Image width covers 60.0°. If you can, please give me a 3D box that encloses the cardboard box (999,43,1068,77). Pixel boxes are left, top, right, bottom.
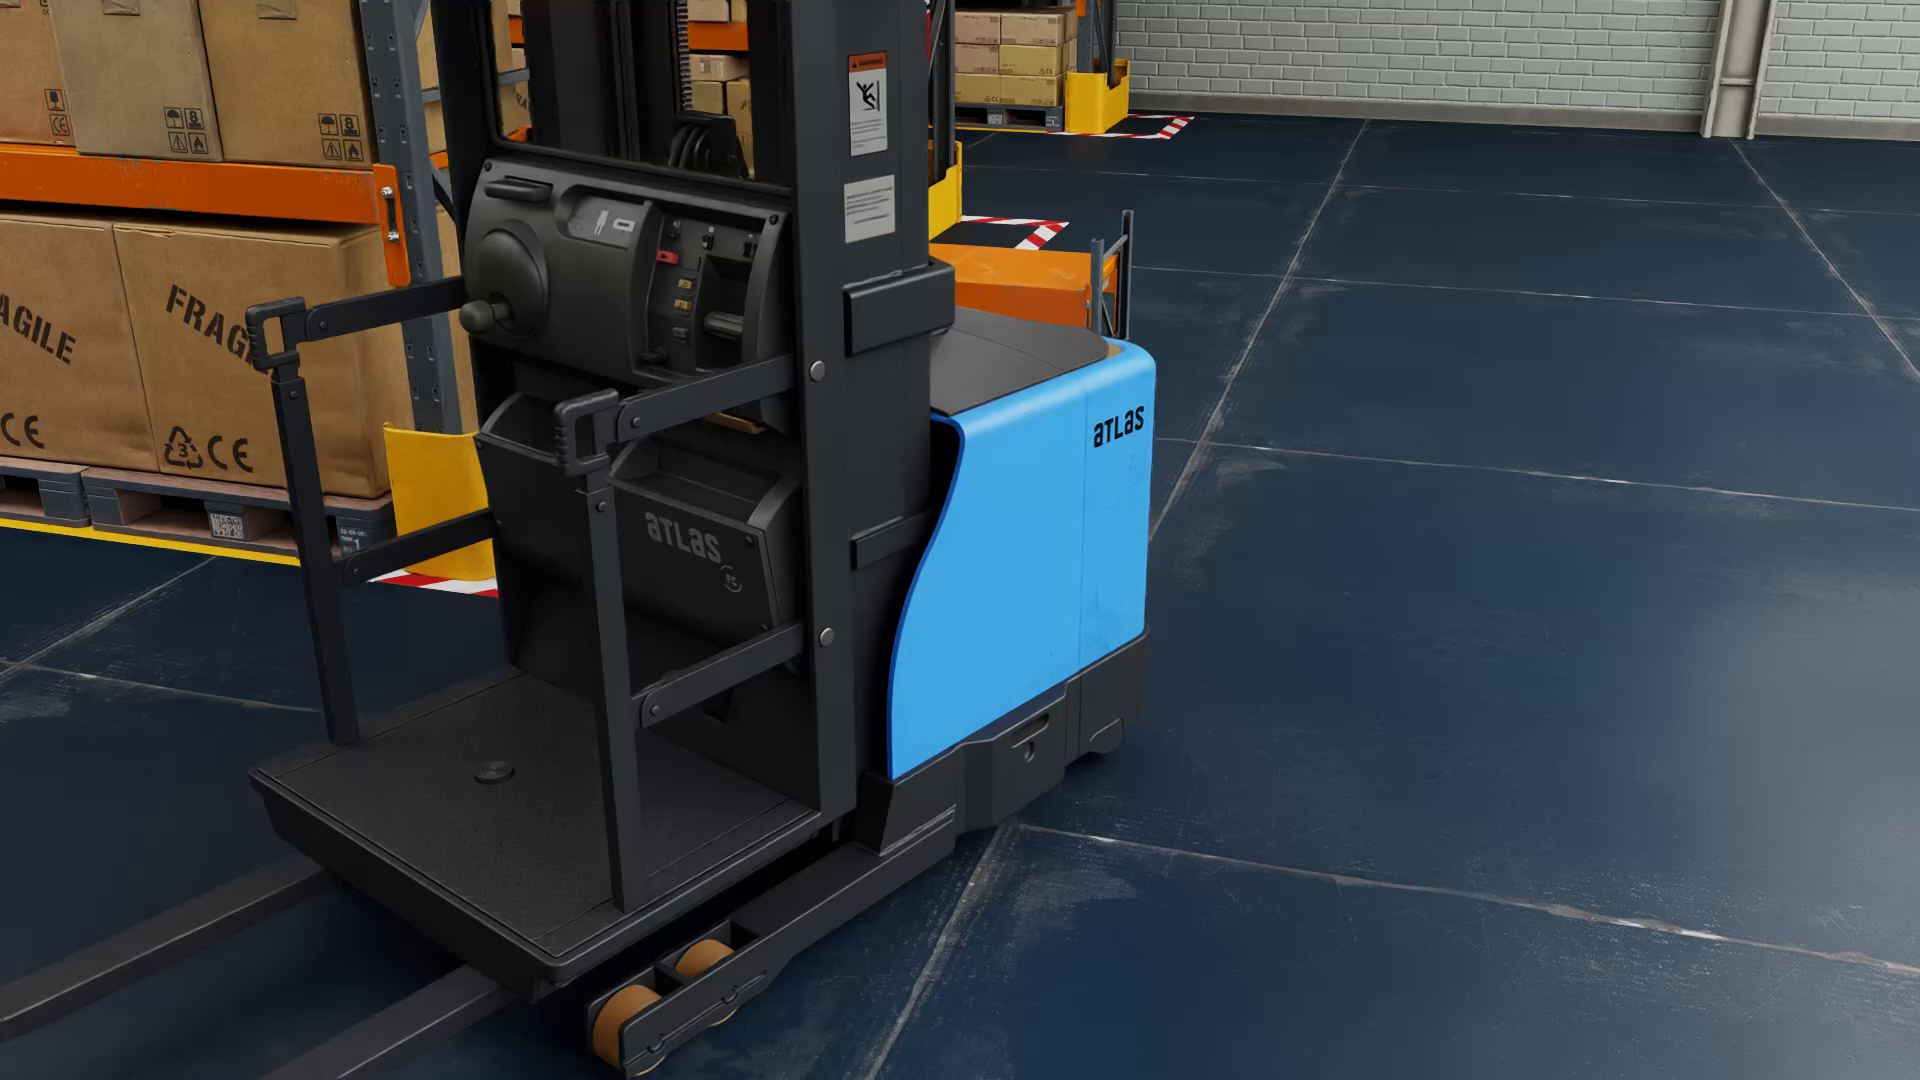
[{"bbox_3d":[0.641,-4.186,14.434,0.500,0.250,0.500,6,23,15],"label":"cardboard box"}]

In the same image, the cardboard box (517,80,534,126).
[{"bbox_3d":[-2.564,-2.722,10.535,0.500,0.500,0.500,8,24,18],"label":"cardboard box"}]

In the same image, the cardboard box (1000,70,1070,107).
[{"bbox_3d":[0.656,-3.952,14.521,0.500,0.250,0.500,7,23,16],"label":"cardboard box"}]

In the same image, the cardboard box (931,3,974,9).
[{"bbox_3d":[-0.164,-4.711,15.056,0.500,0.250,0.500,6,23,15],"label":"cardboard box"}]

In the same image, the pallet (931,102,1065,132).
[{"bbox_3d":[0.453,-3.872,14.930,1.213,0.211,1.003,7,23,16],"label":"pallet"}]

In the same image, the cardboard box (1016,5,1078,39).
[{"bbox_3d":[0.791,-4.599,14.782,0.500,0.250,0.500,6,23,15],"label":"cardboard box"}]

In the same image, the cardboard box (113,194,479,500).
[{"bbox_3d":[-2.235,-0.741,5.871,0.875,0.875,0.875,7,23,16],"label":"cardboard box"}]

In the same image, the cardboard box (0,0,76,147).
[{"bbox_3d":[-2.967,-1.733,5.844,0.550,0.550,0.875,7,23,16],"label":"cardboard box"}]

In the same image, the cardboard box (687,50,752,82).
[{"bbox_3d":[-1.446,-2.867,10.034,0.250,0.149,0.380,7,23,17],"label":"cardboard box"}]

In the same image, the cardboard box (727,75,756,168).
[{"bbox_3d":[-1.076,-2.551,10.119,0.500,0.500,0.500,7,23,16],"label":"cardboard box"}]

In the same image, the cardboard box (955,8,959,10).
[{"bbox_3d":[-0.311,-4.520,14.590,0.500,0.250,0.500,7,23,16],"label":"cardboard box"}]

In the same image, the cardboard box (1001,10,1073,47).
[{"bbox_3d":[0.666,-4.415,14.333,0.500,0.250,0.500,7,23,17],"label":"cardboard box"}]

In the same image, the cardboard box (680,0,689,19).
[{"bbox_3d":[-1.627,-3.256,10.086,0.250,0.149,0.380,7,23,16],"label":"cardboard box"}]

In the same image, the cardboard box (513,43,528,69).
[{"bbox_3d":[-2.722,-3.014,10.393,0.250,0.149,0.380,8,24,19],"label":"cardboard box"}]

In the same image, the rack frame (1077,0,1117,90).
[{"bbox_3d":[1.197,-5.093,14.234,0.127,3.000,1.000,7,23,16],"label":"rack frame"}]

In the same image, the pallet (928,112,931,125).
[{"bbox_3d":[-0.712,-4.006,15.258,1.213,0.211,1.003,7,23,15],"label":"pallet"}]

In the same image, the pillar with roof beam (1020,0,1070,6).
[{"bbox_3d":[-0.453,-6.708,10.266,0.400,9.000,9.100,7,23,16],"label":"pillar with roof beam"}]

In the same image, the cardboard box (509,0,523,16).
[{"bbox_3d":[-2.632,-3.317,10.234,0.250,0.149,0.380,7,23,16],"label":"cardboard box"}]

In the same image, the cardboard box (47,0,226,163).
[{"bbox_3d":[-2.468,-1.626,5.583,0.550,0.550,0.875,7,23,16],"label":"cardboard box"}]

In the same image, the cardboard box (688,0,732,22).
[{"bbox_3d":[-1.422,-3.177,9.893,0.250,0.149,0.380,7,23,16],"label":"cardboard box"}]

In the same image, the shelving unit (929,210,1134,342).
[{"bbox_3d":[-0.006,-0.521,5.558,1.048,1.125,0.538,7,23,16],"label":"shelving unit"}]

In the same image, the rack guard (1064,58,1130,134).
[{"bbox_3d":[1.220,-3.934,14.702,0.348,0.500,1.175,7,23,16],"label":"rack guard"}]

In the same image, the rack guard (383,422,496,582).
[{"bbox_3d":[-1.543,-0.320,5.892,0.348,0.500,1.175,7,23,16],"label":"rack guard"}]

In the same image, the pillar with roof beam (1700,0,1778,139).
[{"bbox_3d":[5.291,-6.050,8.663,0.400,9.000,9.100,7,23,16],"label":"pillar with roof beam"}]

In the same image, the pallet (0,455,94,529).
[{"bbox_3d":[-3.519,-0.383,6.426,1.213,0.211,1.003,7,23,15],"label":"pallet"}]

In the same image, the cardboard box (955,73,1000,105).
[{"bbox_3d":[0.182,-4.010,14.663,0.500,0.250,0.500,7,23,15],"label":"cardboard box"}]

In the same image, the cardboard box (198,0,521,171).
[{"bbox_3d":[-1.935,-1.573,5.455,0.550,0.550,0.875,7,23,16],"label":"cardboard box"}]

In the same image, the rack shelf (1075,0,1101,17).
[{"bbox_3d":[-0.718,-4.979,14.905,4.000,0.370,1.077,7,23,16],"label":"rack shelf"}]

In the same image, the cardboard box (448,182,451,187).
[{"bbox_3d":[-3.062,-2.433,10.818,0.500,0.250,0.500,8,24,19],"label":"cardboard box"}]

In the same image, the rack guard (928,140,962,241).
[{"bbox_3d":[-0.306,-2.141,10.331,0.348,0.500,1.175,7,23,16],"label":"rack guard"}]

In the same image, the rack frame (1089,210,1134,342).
[{"bbox_3d":[0.480,-0.465,5.422,0.032,1.125,0.500,7,23,16],"label":"rack frame"}]

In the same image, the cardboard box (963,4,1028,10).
[{"bbox_3d":[0.312,-4.653,14.912,0.500,0.250,0.500,7,23,16],"label":"cardboard box"}]

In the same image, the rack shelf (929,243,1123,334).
[{"bbox_3d":[-0.006,-0.792,5.447,1.000,0.278,0.538,7,23,16],"label":"rack shelf"}]

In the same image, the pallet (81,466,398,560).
[{"bbox_3d":[-2.355,-0.249,6.098,1.213,0.211,1.003,7,23,15],"label":"pallet"}]

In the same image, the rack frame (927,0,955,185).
[{"bbox_3d":[-0.233,-3.289,9.836,0.127,3.000,1.000,7,23,16],"label":"rack frame"}]

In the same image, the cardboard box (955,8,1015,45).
[{"bbox_3d":[0.175,-4.469,14.464,0.500,0.250,0.500,7,23,16],"label":"cardboard box"}]

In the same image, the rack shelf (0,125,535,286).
[{"bbox_3d":[-3.481,-1.366,6.096,4.000,0.370,1.077,7,23,16],"label":"rack shelf"}]

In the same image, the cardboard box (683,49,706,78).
[{"bbox_3d":[-1.686,-2.896,10.104,0.250,0.149,0.380,7,23,16],"label":"cardboard box"}]

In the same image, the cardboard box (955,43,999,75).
[{"bbox_3d":[0.164,-4.245,14.578,0.500,0.250,0.500,6,23,15],"label":"cardboard box"}]

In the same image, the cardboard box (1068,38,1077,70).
[{"bbox_3d":[0.807,-4.373,14.890,0.500,0.250,0.500,7,23,16],"label":"cardboard box"}]

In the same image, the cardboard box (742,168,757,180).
[{"bbox_3d":[-1.108,-2.205,10.262,0.500,0.250,0.500,6,23,15],"label":"cardboard box"}]

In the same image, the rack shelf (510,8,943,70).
[{"bbox_3d":[-2.148,-3.176,10.507,4.000,0.370,1.077,7,23,16],"label":"rack shelf"}]

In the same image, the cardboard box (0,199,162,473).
[{"bbox_3d":[-3.078,-0.837,6.104,0.875,0.875,0.875,6,23,15],"label":"cardboard box"}]

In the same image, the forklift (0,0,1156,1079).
[{"bbox_3d":[-0.831,-0.531,3.203,1.130,2.935,3.031,18,28,36],"label":"forklift"}]

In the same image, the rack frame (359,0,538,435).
[{"bbox_3d":[-1.566,-1.480,5.425,0.127,3.000,1.000,7,23,16],"label":"rack frame"}]

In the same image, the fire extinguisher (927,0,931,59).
[{"bbox_3d":[-0.257,-3.073,9.412,0.183,0.674,0.296,7,23,16],"label":"fire extinguisher"}]

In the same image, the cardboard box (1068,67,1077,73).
[{"bbox_3d":[0.783,-4.140,14.980,0.500,0.250,0.500,7,23,16],"label":"cardboard box"}]

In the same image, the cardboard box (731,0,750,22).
[{"bbox_3d":[-1.167,-3.160,9.851,0.250,0.149,0.380,6,23,15],"label":"cardboard box"}]

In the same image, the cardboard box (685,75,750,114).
[{"bbox_3d":[-1.576,-2.607,10.255,0.500,0.500,0.500,7,23,17],"label":"cardboard box"}]
